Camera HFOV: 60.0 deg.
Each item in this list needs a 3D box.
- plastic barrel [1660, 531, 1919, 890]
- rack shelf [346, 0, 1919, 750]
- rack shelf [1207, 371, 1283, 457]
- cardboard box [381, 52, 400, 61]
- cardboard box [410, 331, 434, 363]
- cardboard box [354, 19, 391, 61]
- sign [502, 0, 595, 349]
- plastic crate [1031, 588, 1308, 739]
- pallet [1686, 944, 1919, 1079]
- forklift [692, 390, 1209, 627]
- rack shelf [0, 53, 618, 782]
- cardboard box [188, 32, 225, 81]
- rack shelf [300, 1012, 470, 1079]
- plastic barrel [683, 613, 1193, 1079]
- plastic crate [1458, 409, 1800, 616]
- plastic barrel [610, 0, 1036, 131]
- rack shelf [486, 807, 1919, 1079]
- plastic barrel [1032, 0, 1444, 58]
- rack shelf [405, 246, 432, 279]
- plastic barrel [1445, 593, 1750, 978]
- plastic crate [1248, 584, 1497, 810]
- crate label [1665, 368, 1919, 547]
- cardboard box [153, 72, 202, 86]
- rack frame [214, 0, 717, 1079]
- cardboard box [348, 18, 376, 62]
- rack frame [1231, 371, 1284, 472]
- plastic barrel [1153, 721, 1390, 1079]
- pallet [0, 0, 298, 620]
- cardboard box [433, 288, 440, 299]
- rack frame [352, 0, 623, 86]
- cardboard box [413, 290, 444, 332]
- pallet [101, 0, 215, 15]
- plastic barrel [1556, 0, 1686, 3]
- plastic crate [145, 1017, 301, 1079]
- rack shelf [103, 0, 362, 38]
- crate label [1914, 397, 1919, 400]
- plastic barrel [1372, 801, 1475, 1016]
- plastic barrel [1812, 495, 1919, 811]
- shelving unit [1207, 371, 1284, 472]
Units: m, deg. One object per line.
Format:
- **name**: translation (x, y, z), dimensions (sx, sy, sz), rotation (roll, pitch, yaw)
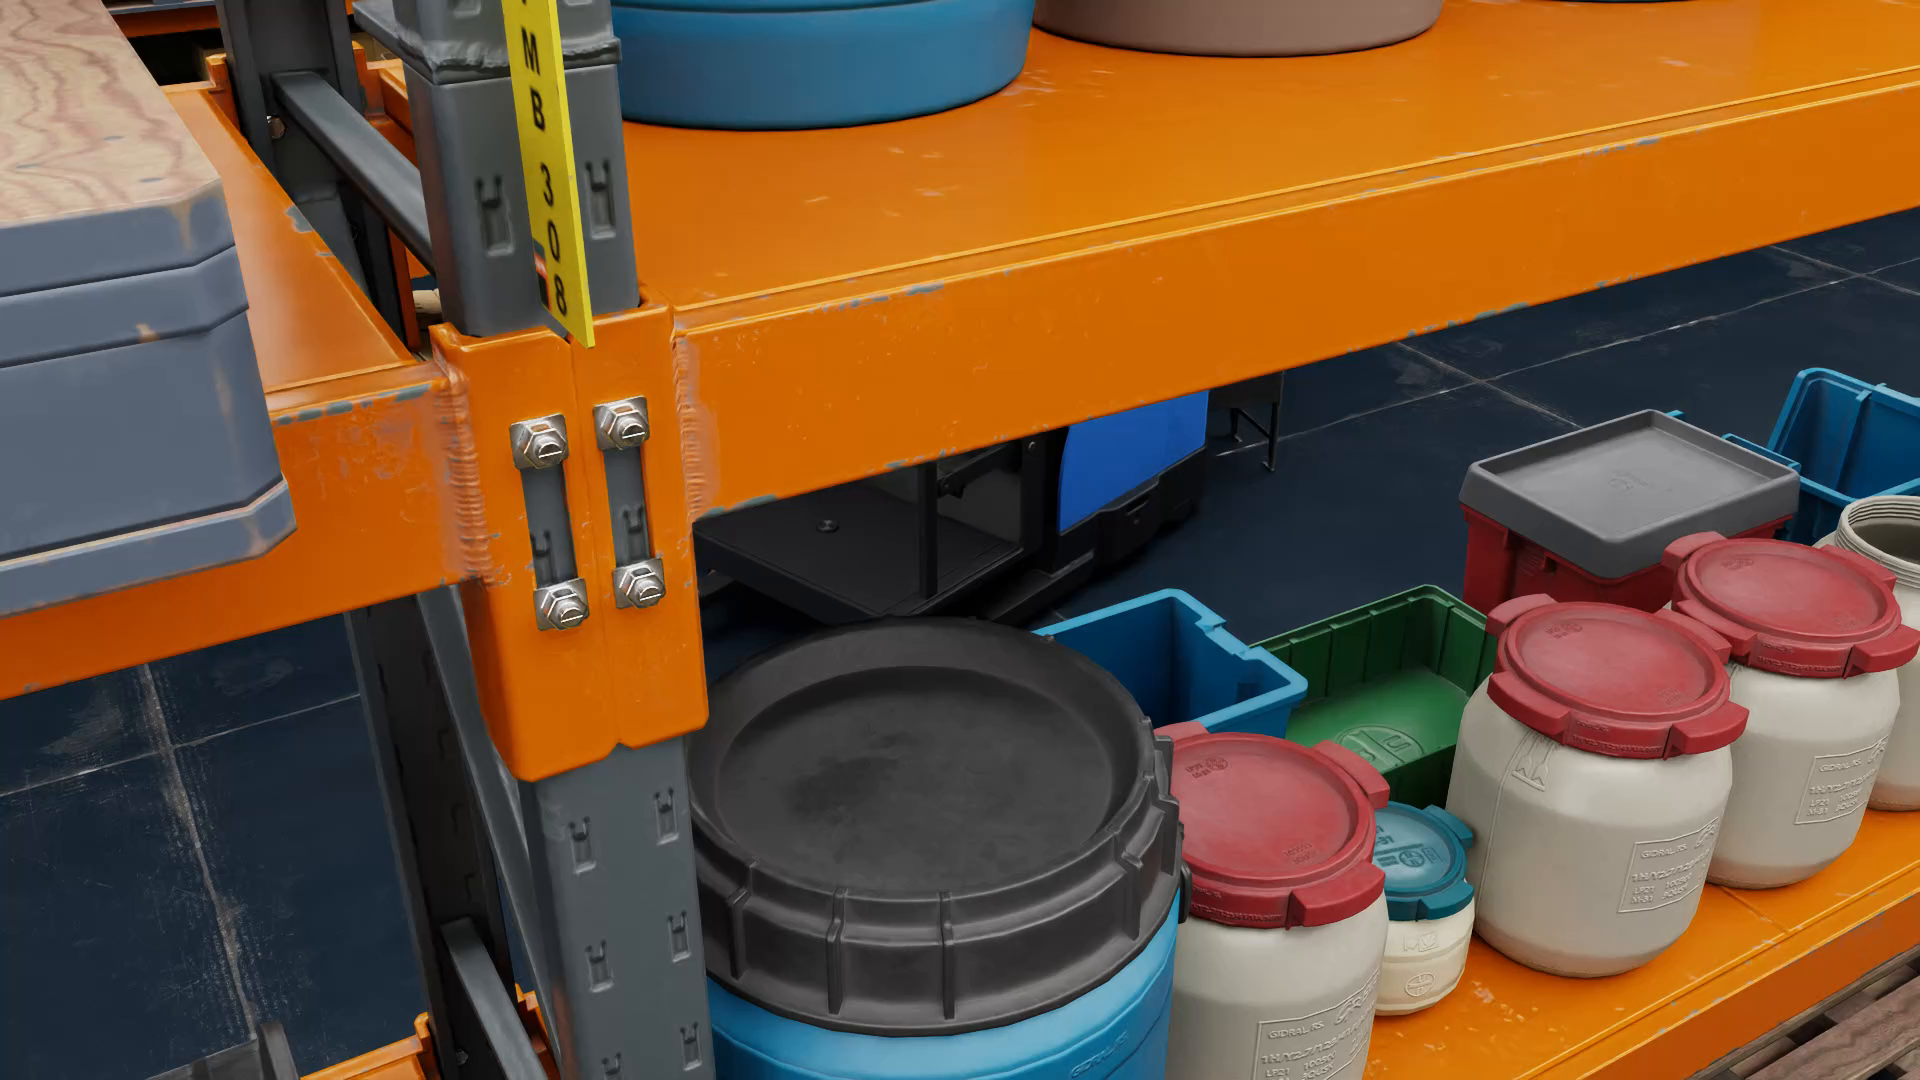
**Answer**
- **plastic barrel**: translation (1.405, 0.309, 2.945), dimensions (0.433, 0.535, 0.433), rotation (0, 29, 0)
- **rack shelf**: translation (1.188, -0.691, 2.537), dimensions (4.000, 0.370, 1.077), rotation (-16, 33, -26)
- **rack shelf**: translation (1.077, -0.648, 7.228), dimensions (0.480, 0.518, 0.431), rotation (-9, 30, -16)
- **cardboard box**: translation (-1.918, -1.621, 6.480), dimensions (0.500, 0.500, 0.500), rotation (-13, 32, -23)
- **cardboard box**: translation (-2.126, -0.611, 6.583), dimensions (0.500, 0.311, 0.500), rotation (-16, 33, -27)
- **cardboard box**: translation (-3.666, -3.296, 10.974), dimensions (0.500, 0.250, 0.500), rotation (-16, 33, -27)
- **sign**: translation (-0.268, -0.288, 1.054), dimensions (0.005, 0.325, 0.100), rotation (-16, 33, -26)
- **plastic crate**: translation (0.257, 0.404, 2.929), dimensions (0.575, 0.384, 0.392), rotation (-16, 33, -26)
- **pallet**: translation (2.224, 1.212, 4.335), dimensions (1.213, 0.211, 1.003), rotation (-16, 33, -26)
- **forklift**: translation (-0.314, -1.031, 5.585), dimensions (1.130, 2.935, 3.031), rotation (22, 36, 34)
- **rack shelf**: translation (-2.261, 0.288, 0.763), dimensions (4.000, 0.370, 1.077), rotation (-16, 33, -26)
- **cardboard box**: translation (-4.552, -3.053, 10.533), dimensions (0.500, 0.250, 0.500), rotation (-17, 33, -27)
- **rack shelf**: translation (-2.261, 1.602, 1.488), dimensions (4.000, 0.370, 1.077), rotation (-16, 33, -26)
- **plastic barrel**: translation (-0.050, 0.609, 2.023), dimensions (0.708, 0.901, 0.600), rotation (-16, 33, -26)
- **plastic crate**: translation (1.364, 0.058, 3.474), dimensions (0.583, 0.464, 0.402), rotation (-16, 33, -26)
- **plastic barrel**: translation (-0.208, -0.951, 1.745), dimensions (0.708, 0.901, 0.600), rotation (-16, 33, -26)
- **rack shelf**: translation (1.188, 0.622, 3.262), dimensions (4.000, 0.370, 1.077), rotation (-16, 33, -26)
- **plastic barrel**: translation (0.356, -1.111, 2.035), dimensions (0.600, 0.901, 0.600), rotation (0, 29, 0)
- **rack shelf**: translation (-1.319, -1.442, 7.003), dimensions (4.000, 0.370, 1.077), rotation (-16, 33, -26)
- **plastic barrel**: translation (1.032, 0.415, 2.753), dimensions (0.433, 0.535, 0.433), rotation (0, 29, 0)
- **plastic crate**: translation (0.822, 0.346, 3.238), dimensions (0.662, 0.188, 0.450), rotation (-16, 33, -26)
- **crate label**: translation (1.918, -0.067, 3.730), dimensions (0.616, 0.435, 0.502), rotation (-16, 33, -26)
- **cardboard box**: translation (-4.930, -2.615, 10.516), dimensions (0.500, 0.500, 0.700), rotation (-15, 32, -25)
- **rack frame**: translation (-0.537, 0.797, 2.201), dimensions (0.127, 3.000, 1.000), rotation (-16, 33, -26)
- **cardboard box**: translation (-4.105, -3.182, 10.767), dimensions (0.500, 0.250, 0.500), rotation (-17, 33, -28)
- **rack frame**: translation (1.309, -1.309, 6.949), dimensions (0.015, 2.100, 0.400), rotation (-9, 30, -16)
- **plastic barrel**: translation (0.399, 0.595, 2.427), dimensions (0.433, 0.535, 0.433), rotation (0, 29, 0)
- **pallet**: translation (-1.109, -0.216, 1.128), dimensions (1.003, 0.211, 1.213), rotation (-16, 33, -26)
- **cardboard box**: translation (-1.962, -0.963, 7.220), dimensions (0.500, 0.311, 0.500), rotation (-16, 33, -26)
- **rack frame**: translation (-0.537, -1.829, 0.752), dimensions (0.127, 3.000, 1.000), rotation (-16, 33, -26)
- **cardboard box**: translation (-2.394, -0.841, 7.001), dimensions (0.500, 0.311, 0.500), rotation (-15, 32, -25)
- **pallet**: translation (-4.823, -3.372, 9.955), dimensions (1.213, 0.211, 1.003), rotation (-16, 33, -26)
- **plastic barrel**: translation (0.920, -1.271, 2.325), dimensions (0.708, 0.901, 0.600), rotation (-16, 33, -26)
- **plastic crate**: translation (-1.053, 0.899, 2.080), dimensions (0.504, 0.338, 0.767), rotation (-16, 33, -26)
- **rack shelf**: translation (-3.831, -3.505, 10.740), dimensions (4.000, 0.370, 1.077), rotation (-16, 33, -26)
- **crate label**: translation (2.359, -0.162, 4.112), dimensions (0.416, 0.233, 0.303), rotation (-16, 33, -26)
- **plastic barrel**: translation (0.682, 0.598, 2.706), dimensions (0.301, 0.262, 0.301), rotation (0, 29, 0)
- **plastic barrel**: translation (1.770, 0.213, 3.144), dimensions (0.421, 0.512, 0.421), rotation (0, 29, 0)
- **shelving unit**: translation (1.077, -1.273, 6.883), dimensions (0.503, 2.100, 0.431), rotation (-9, 30, -16)
